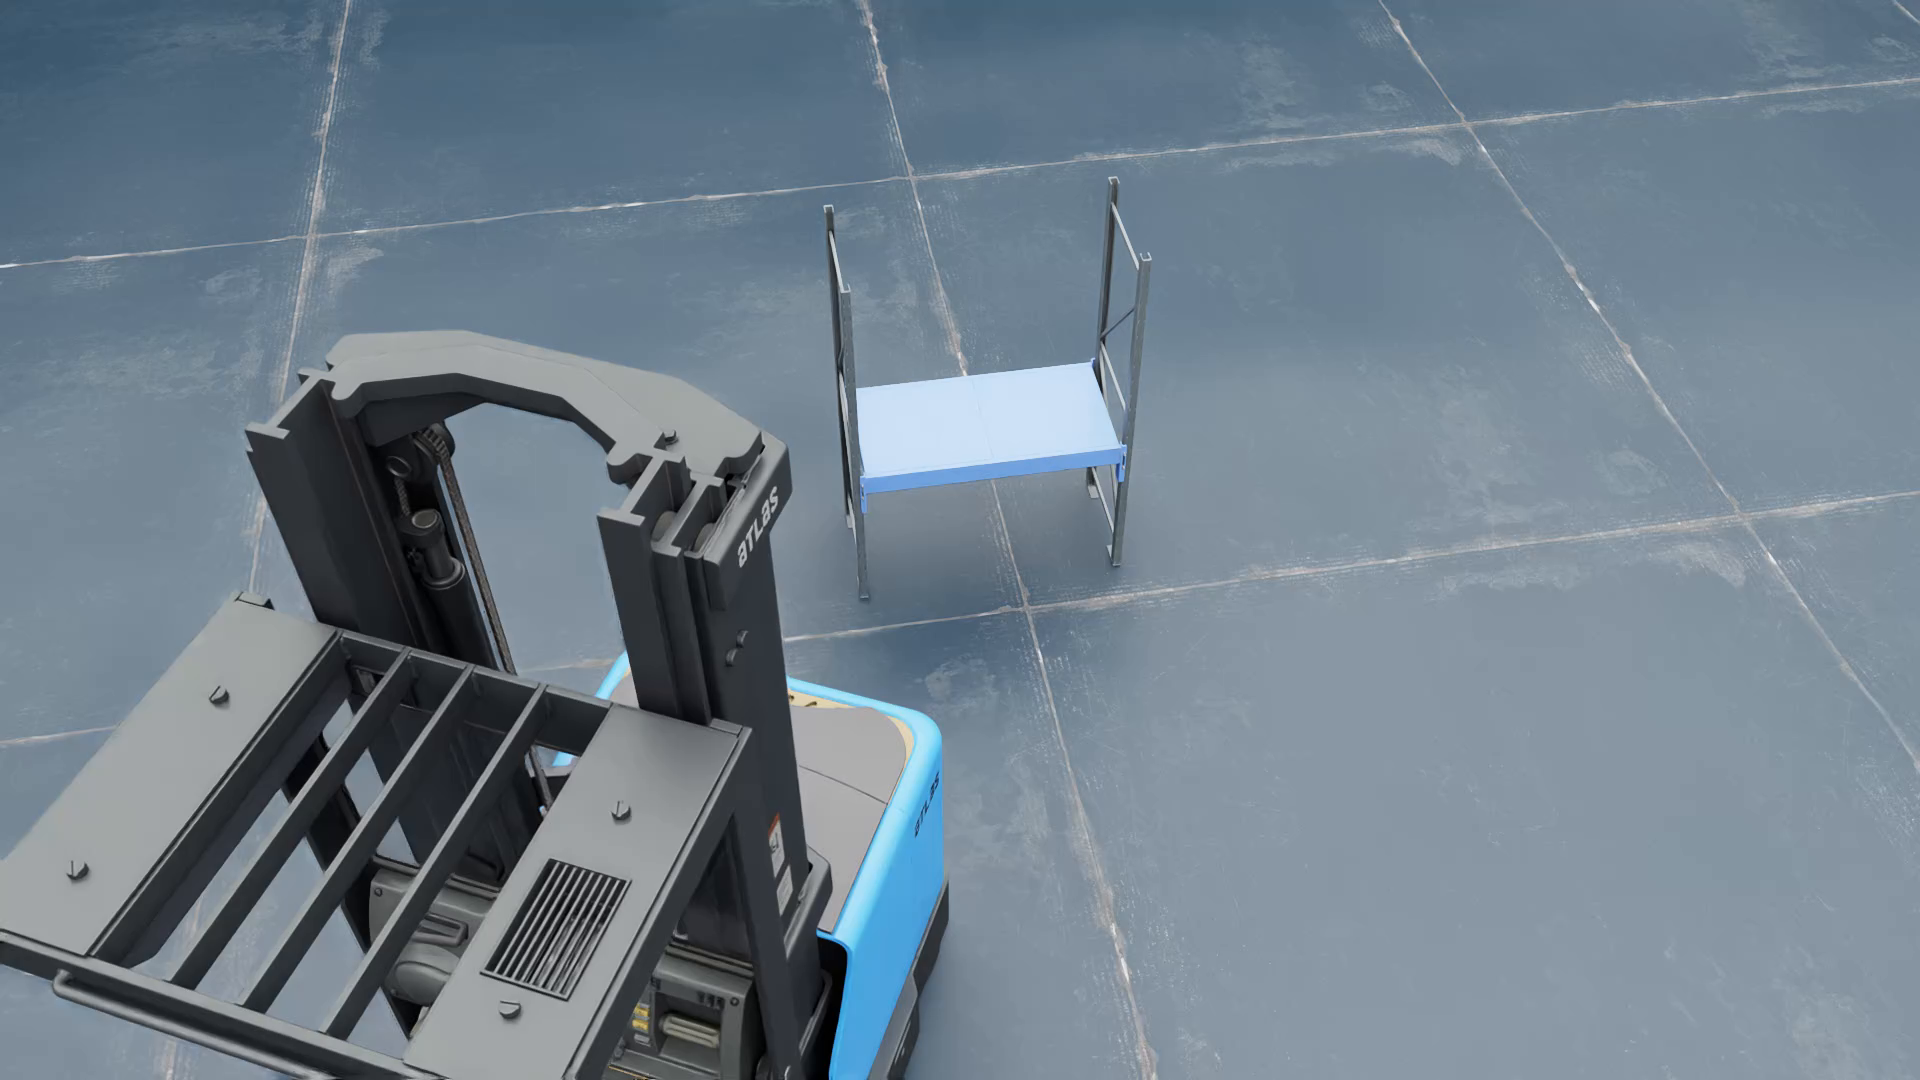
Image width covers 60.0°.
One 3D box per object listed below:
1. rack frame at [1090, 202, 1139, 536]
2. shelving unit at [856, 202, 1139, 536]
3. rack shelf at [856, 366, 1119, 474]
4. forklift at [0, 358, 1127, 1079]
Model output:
[{"bbox_3d":[0.585,-0.594,6.281,0.013,1.308,0.475,-7,46,-7],"label":"rack frame"},{"bbox_3d":[0.103,-0.534,6.223,0.991,1.308,0.475,-7,46,-7],"label":"shelving unit"},{"bbox_3d":[0.084,-0.440,6.314,0.952,0.062,0.459,-7,46,-7],"label":"rack shelf"},{"bbox_3d":[-6.619,2.853,1.503,10.324,3.598,15.967,13,48,12],"label":"forklift"}]
